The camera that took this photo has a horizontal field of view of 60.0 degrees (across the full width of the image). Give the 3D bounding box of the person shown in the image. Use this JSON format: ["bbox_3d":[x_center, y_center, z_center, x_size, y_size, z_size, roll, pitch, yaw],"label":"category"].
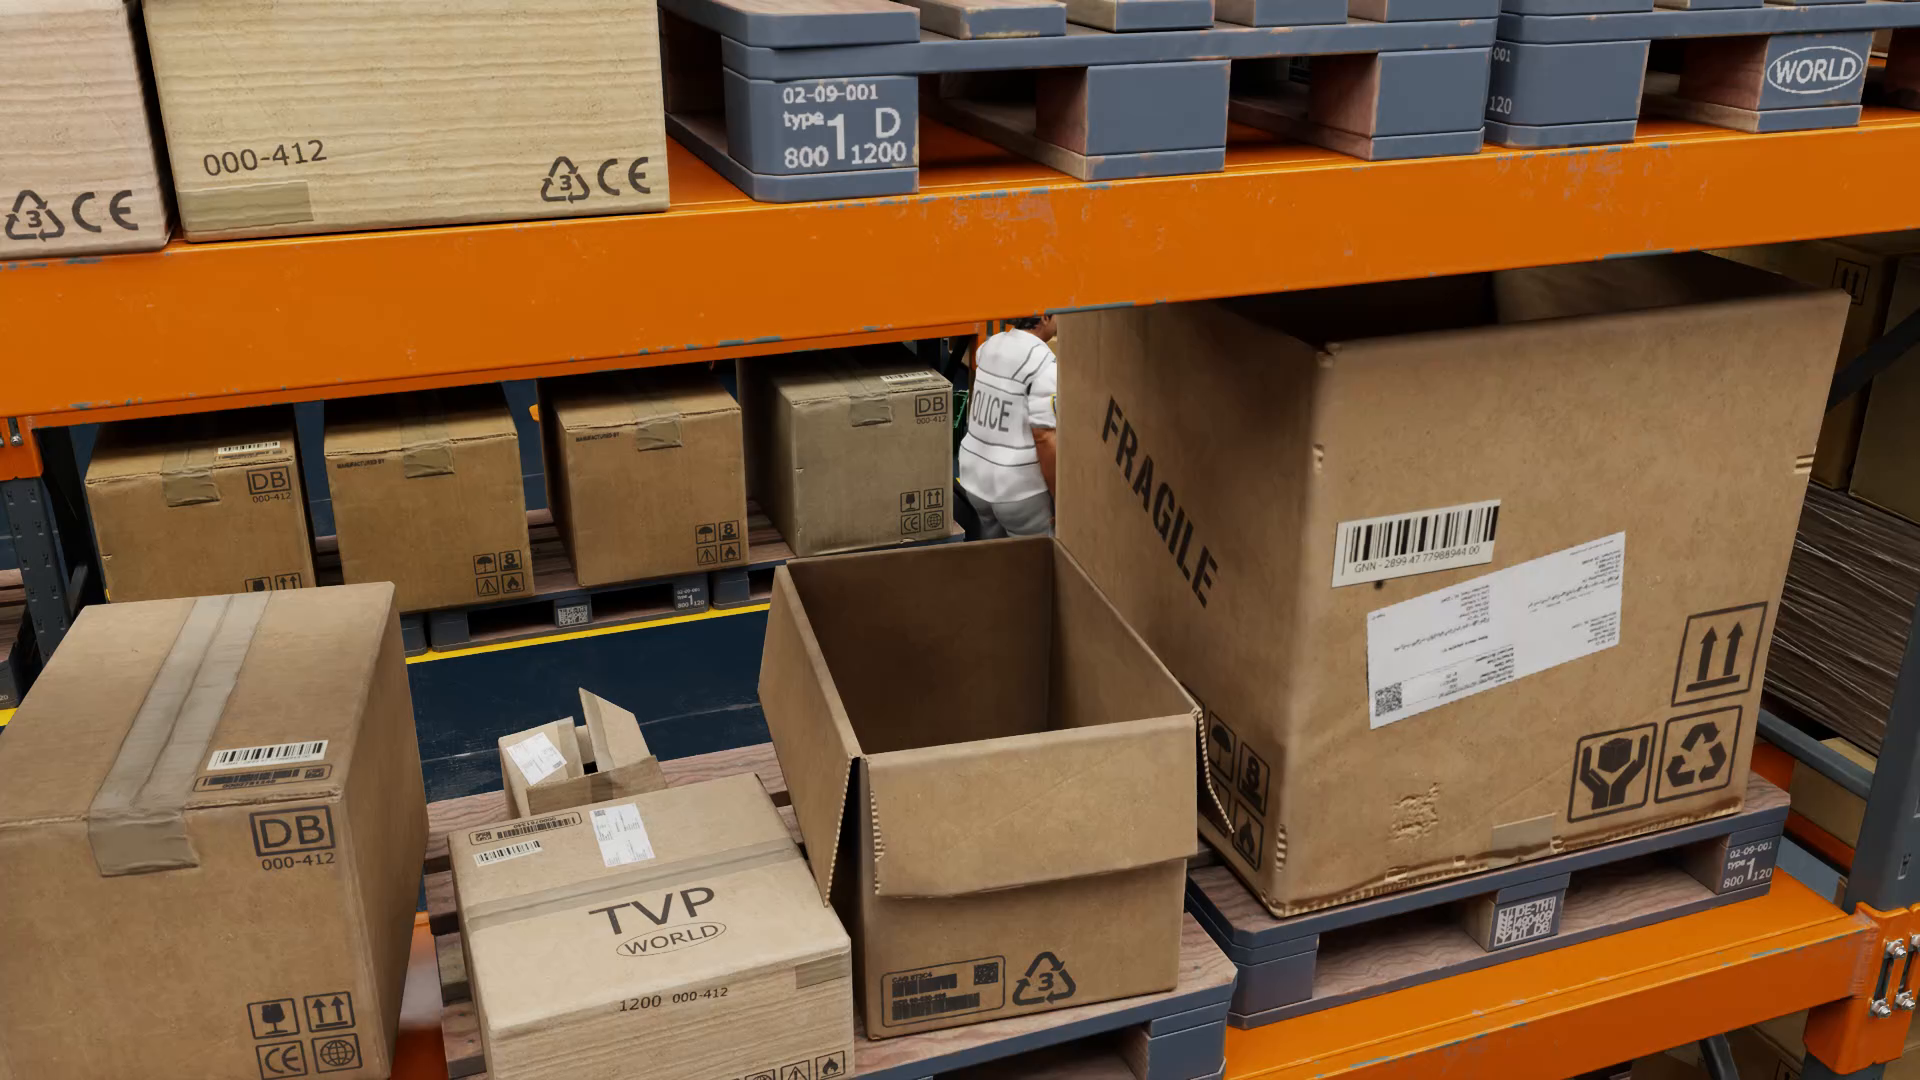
[{"bbox_3d":[0.263,-0.218,6.607,0.469,1.664,0.550,-14,27,-31],"label":"person"}]
